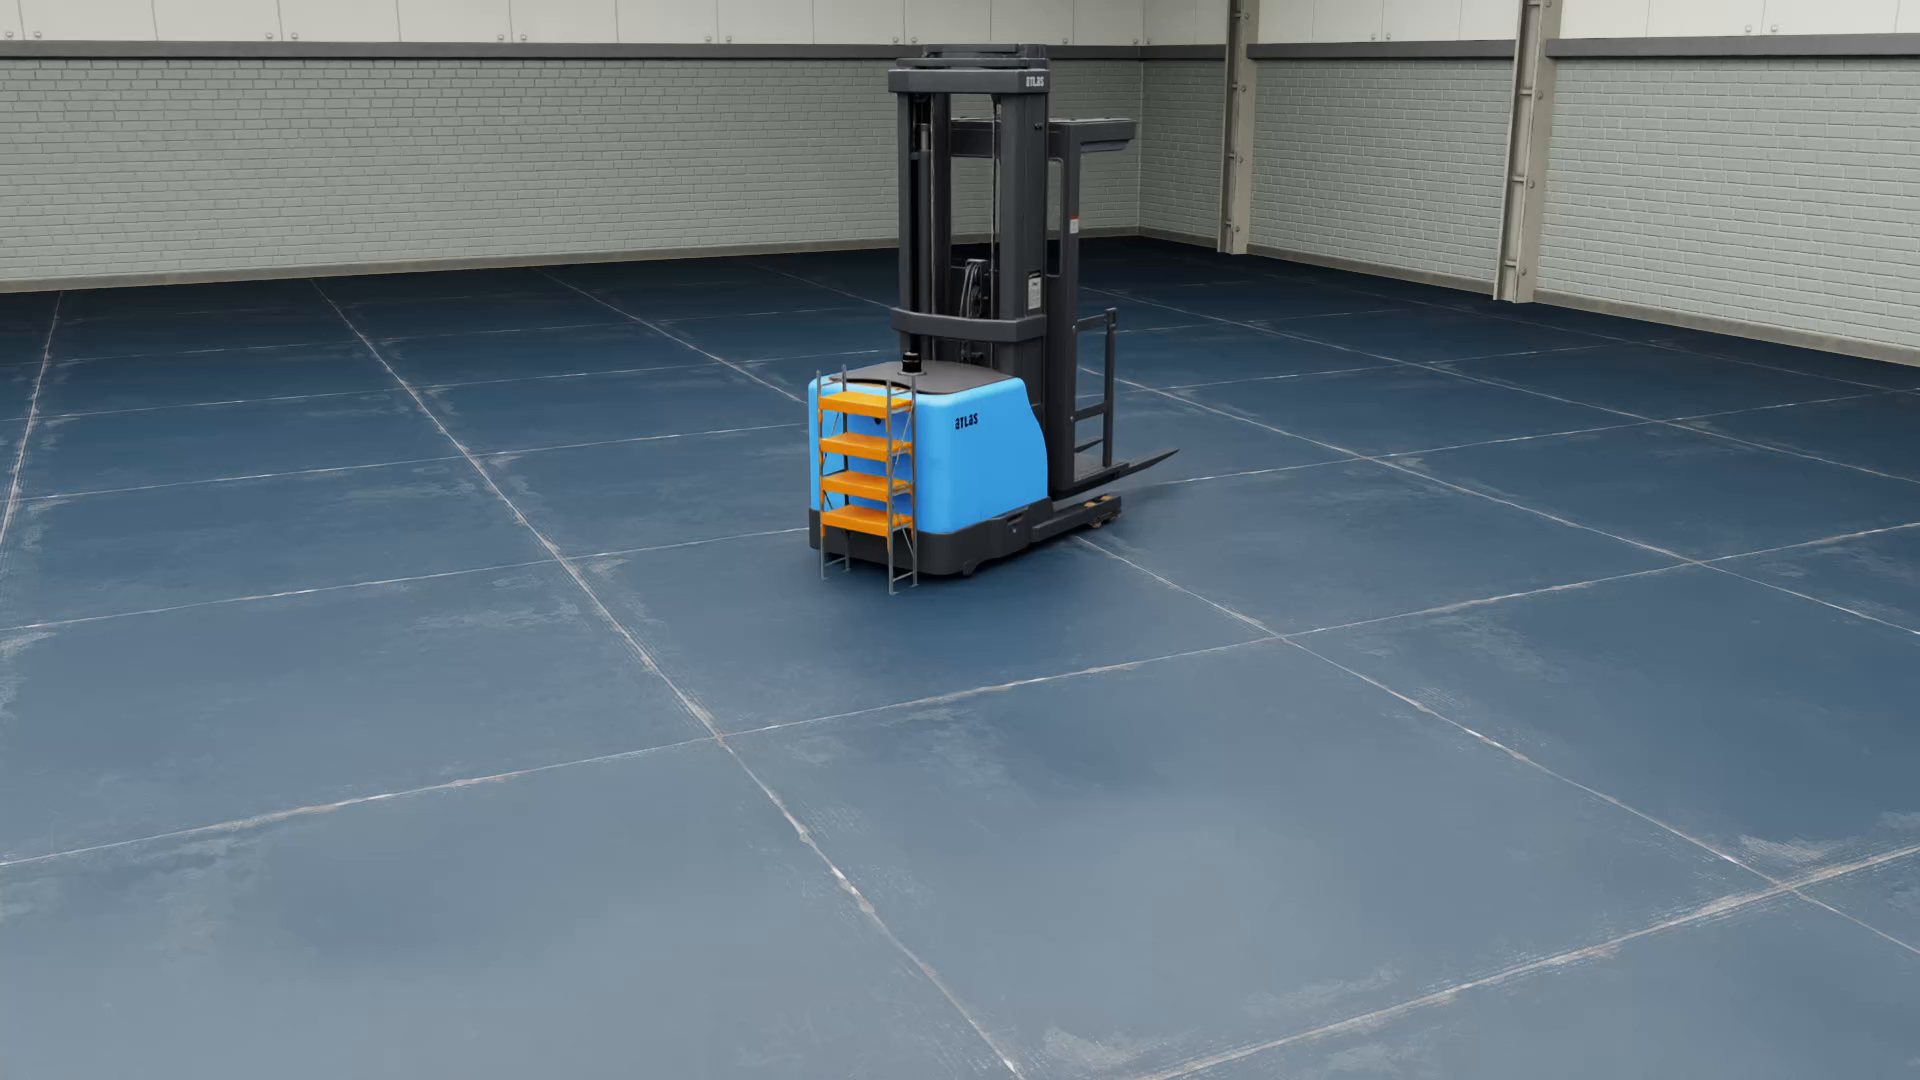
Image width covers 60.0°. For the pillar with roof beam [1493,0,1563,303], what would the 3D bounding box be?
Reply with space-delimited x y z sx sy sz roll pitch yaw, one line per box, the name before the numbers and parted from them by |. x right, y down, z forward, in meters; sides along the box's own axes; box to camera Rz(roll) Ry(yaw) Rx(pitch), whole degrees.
pillar with roof beam | 2.982 -6.771 17.530 9.100 9.000 0.400 -8 18 -25

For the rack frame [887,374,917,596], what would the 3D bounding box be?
rack frame | -0.315 -0.296 9.105 0.015 1.200 0.240 11 19 34

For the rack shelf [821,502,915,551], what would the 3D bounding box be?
rack shelf | -0.514 -0.079 9.315 0.480 0.148 0.258 11 19 34

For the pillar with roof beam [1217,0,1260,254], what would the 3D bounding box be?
pillar with roof beam | 0.353 -8.258 22.714 9.100 9.000 0.400 -8 18 -25

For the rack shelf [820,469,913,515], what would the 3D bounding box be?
rack shelf | -0.514 -0.270 9.260 0.480 0.148 0.258 11 19 34

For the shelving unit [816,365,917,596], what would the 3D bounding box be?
shelving unit | -0.514 -0.335 9.242 0.503 1.200 0.258 11 19 34

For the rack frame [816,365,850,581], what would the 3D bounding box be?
rack frame | -0.712 -0.374 9.378 0.015 1.200 0.240 11 19 34

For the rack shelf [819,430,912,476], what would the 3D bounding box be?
rack shelf | -0.514 -0.485 9.199 0.480 0.148 0.258 11 19 34

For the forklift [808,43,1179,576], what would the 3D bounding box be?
forklift | 0.381 -1.553 10.349 1.130 2.935 3.031 11 20 34

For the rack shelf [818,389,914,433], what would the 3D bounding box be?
rack shelf | -0.514 -0.712 9.133 0.480 0.148 0.258 11 19 34
